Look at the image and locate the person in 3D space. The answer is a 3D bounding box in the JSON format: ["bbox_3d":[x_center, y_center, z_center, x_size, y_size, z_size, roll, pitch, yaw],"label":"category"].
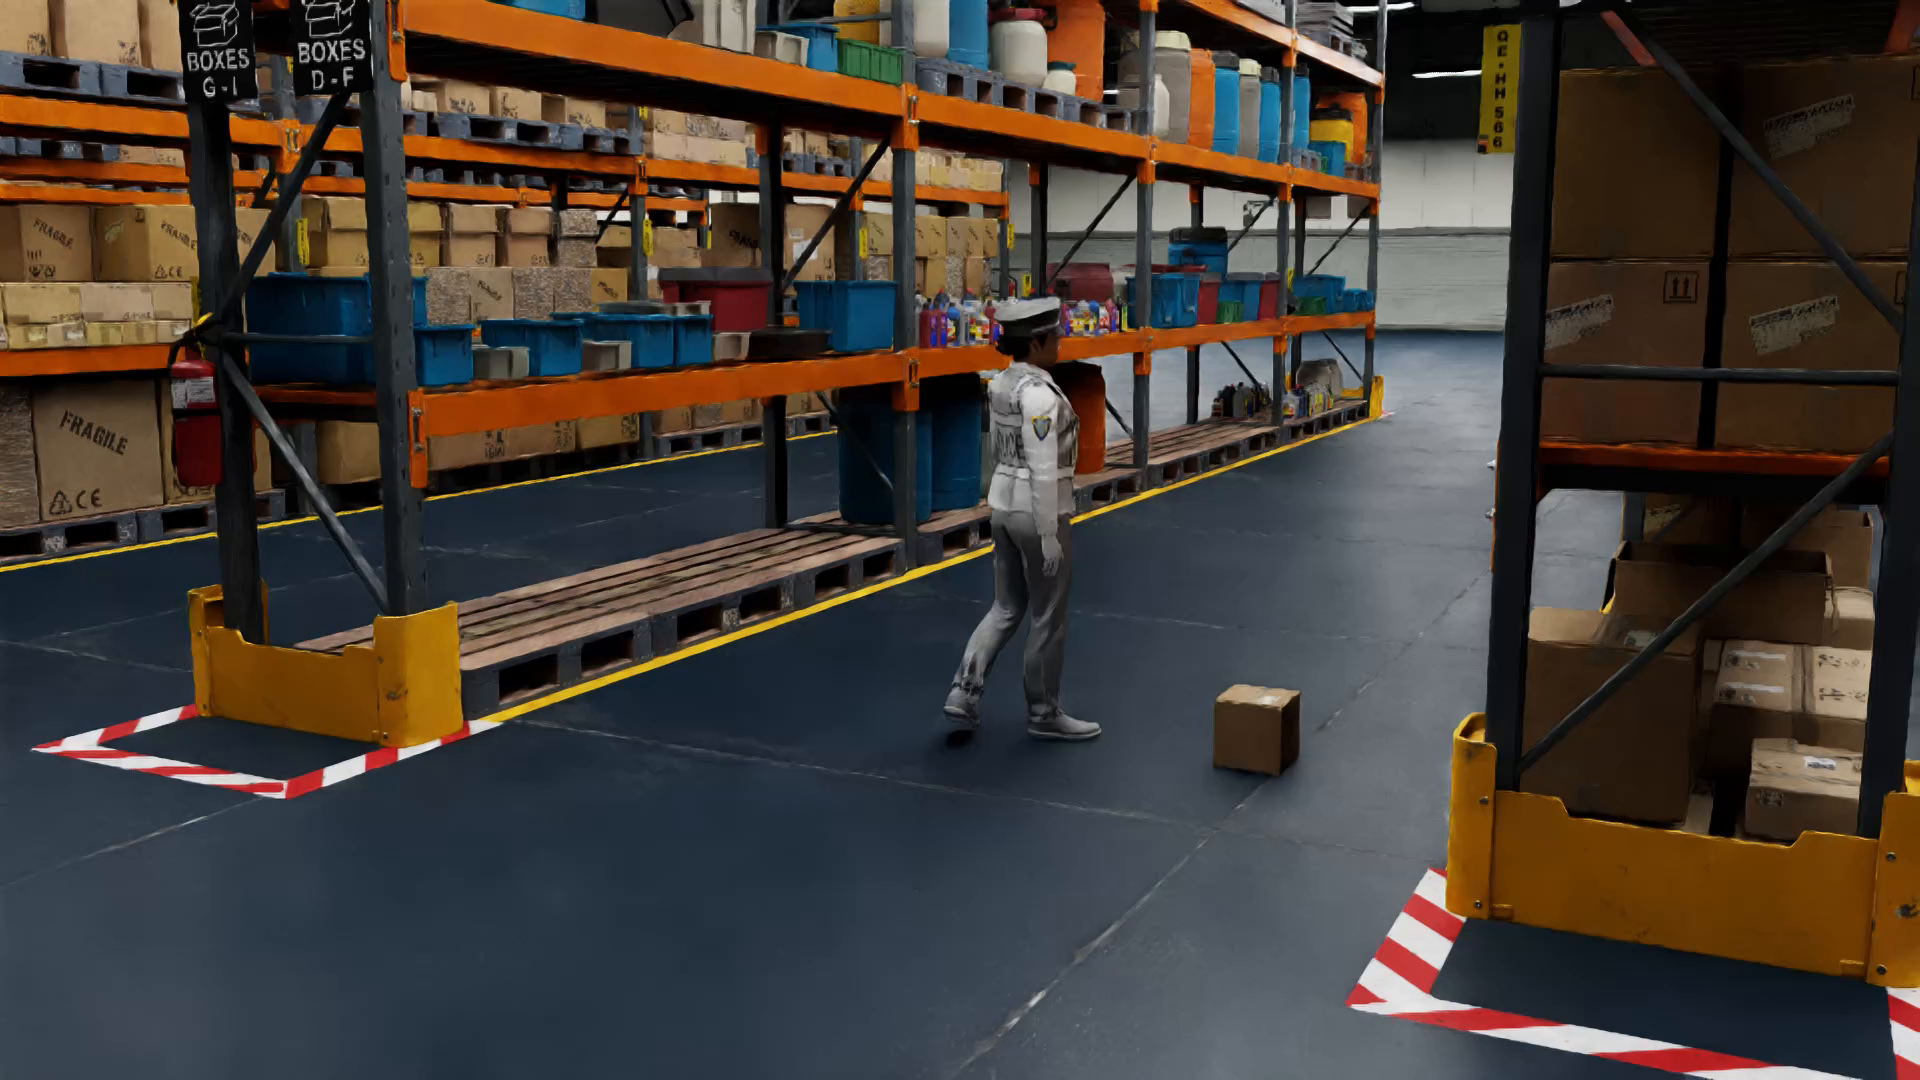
[{"bbox_3d":[0.231,-0.067,6.229,0.609,1.676,0.539,-4,10,-24],"label":"person"}]
